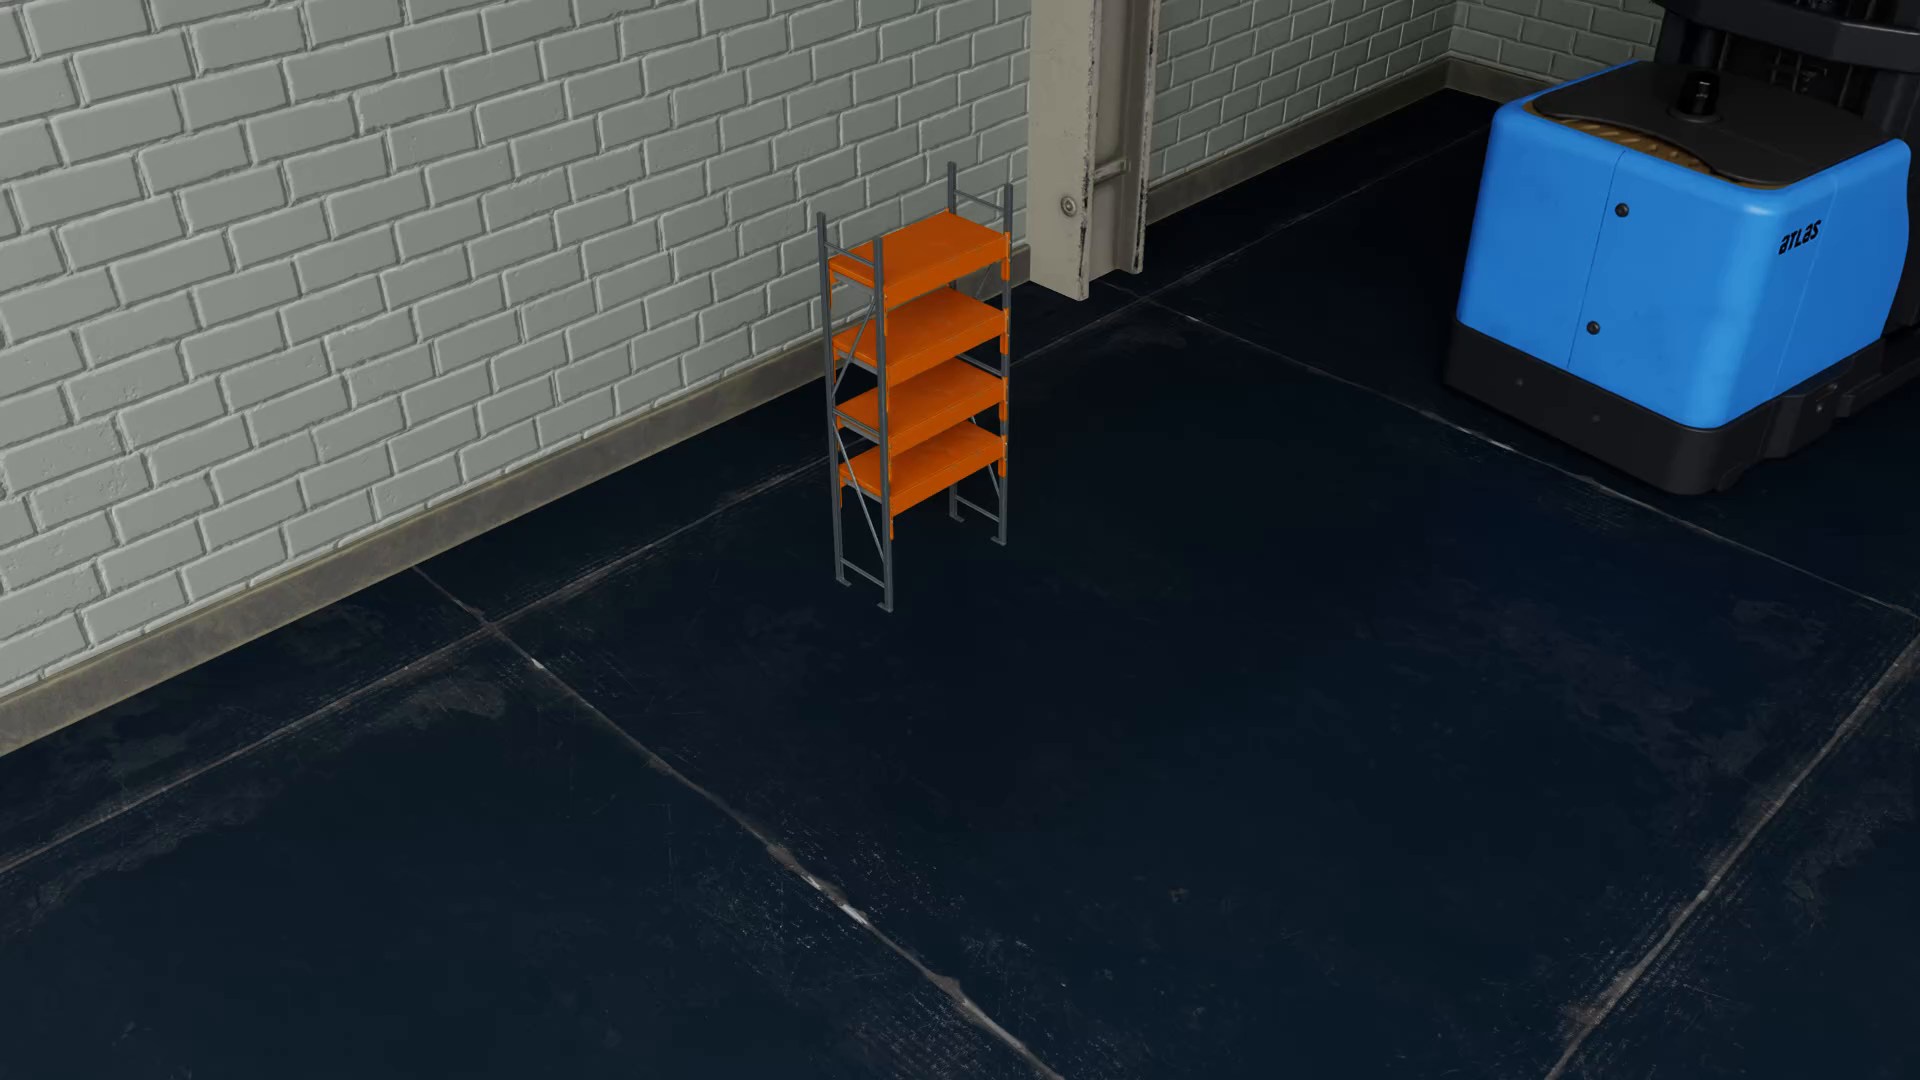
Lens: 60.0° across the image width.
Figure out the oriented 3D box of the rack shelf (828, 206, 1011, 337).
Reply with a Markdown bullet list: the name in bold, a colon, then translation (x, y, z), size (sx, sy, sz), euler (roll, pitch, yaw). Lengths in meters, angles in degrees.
- **rack shelf**: translation (-0.117, -0.747, 4.586), size (0.258, 0.148, 0.480), euler (30, 45, 35)

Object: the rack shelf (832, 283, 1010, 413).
- **rack shelf**: translation (-0.117, -0.553, 4.721), size (0.258, 0.148, 0.480), euler (30, 45, 35)

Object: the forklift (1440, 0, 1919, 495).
- **forklift**: translation (3.199, -2.027, 5.594), size (3.031, 2.935, 1.130), euler (-24, 41, -30)

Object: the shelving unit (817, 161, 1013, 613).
- **shelving unit**: translation (-0.117, -0.425, 4.810), size (0.258, 1.200, 0.503), euler (30, 45, 35)

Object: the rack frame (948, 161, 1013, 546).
- **rack frame**: translation (0.055, -0.524, 4.952), size (0.240, 1.200, 0.015), euler (30, 45, 35)

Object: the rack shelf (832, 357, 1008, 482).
- **rack shelf**: translation (-0.117, -0.370, 4.849), size (0.258, 0.148, 0.480), euler (30, 45, 35)

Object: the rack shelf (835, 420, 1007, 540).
- **rack shelf**: translation (-0.117, -0.207, 4.962), size (0.258, 0.148, 0.480), euler (30, 45, 35)

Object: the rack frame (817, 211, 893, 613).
- **rack frame**: translation (-0.289, -0.326, 4.668), size (0.240, 1.200, 0.015), euler (30, 45, 35)

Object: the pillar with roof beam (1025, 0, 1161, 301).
- **pillar with roof beam**: translation (3.562, -3.047, 1.752), size (9.100, 9.000, 0.400), euler (30, 45, 35)
